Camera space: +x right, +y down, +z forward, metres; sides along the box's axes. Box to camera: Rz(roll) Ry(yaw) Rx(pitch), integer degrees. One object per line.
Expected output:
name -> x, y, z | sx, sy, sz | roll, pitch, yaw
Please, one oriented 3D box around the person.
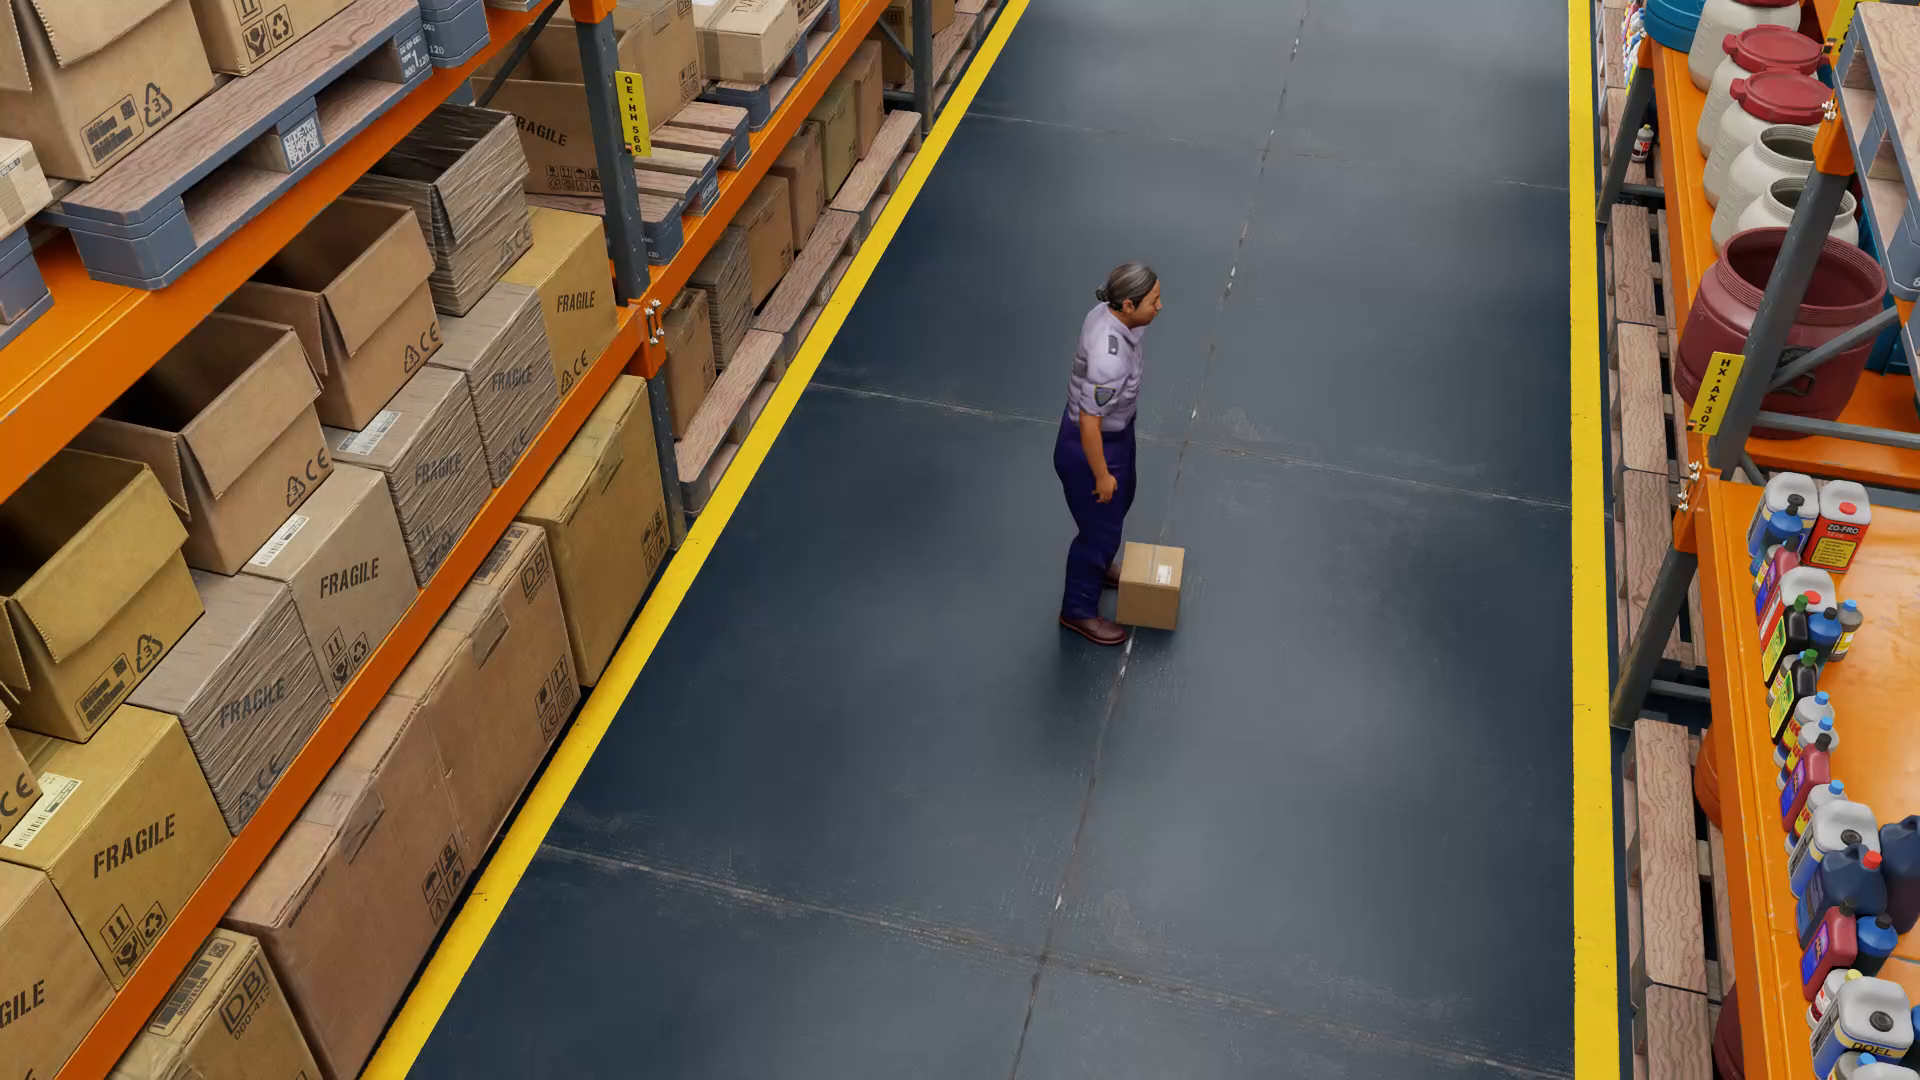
person -> 0.568, -0.301, 6.641 | 0.373, 1.476, 0.549 | 8, 42, 9
